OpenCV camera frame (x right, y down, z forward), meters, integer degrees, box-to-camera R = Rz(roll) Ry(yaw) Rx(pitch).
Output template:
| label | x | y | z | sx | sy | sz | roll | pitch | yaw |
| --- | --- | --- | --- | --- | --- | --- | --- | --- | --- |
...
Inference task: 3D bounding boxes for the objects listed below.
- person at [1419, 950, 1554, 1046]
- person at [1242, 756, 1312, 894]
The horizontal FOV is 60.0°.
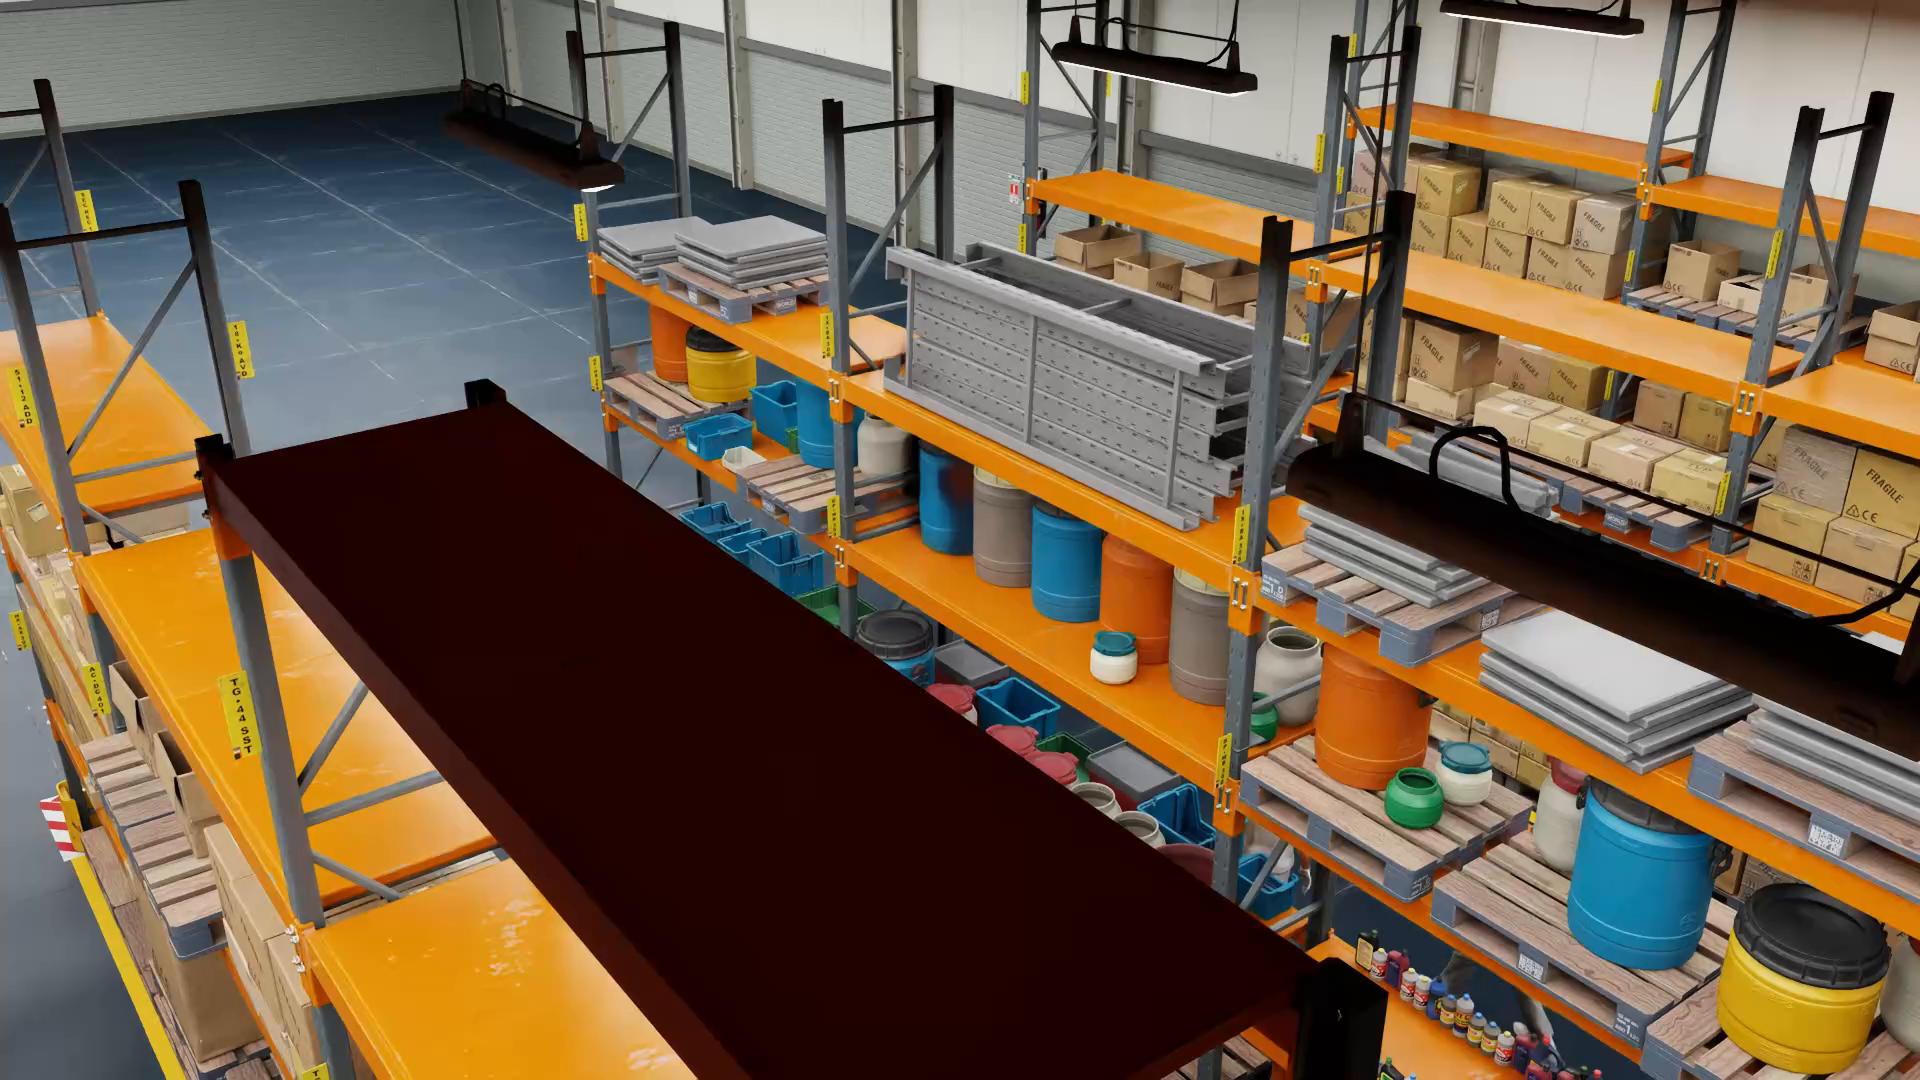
| label | x | y | z | sx | sy | sz | roll | pitch | yaw |
| --- | --- | --- | --- | --- | --- | --- | --- | --- | --- |
| person | 3.688 | 2.637 | 11.346 | 0.465 | 1.623 | 1.014 | -15 | 29 | -30 |
| person | 2.183 | 2.295 | 11.825 | 0.653 | 1.795 | 0.386 | 8 | 26 | 16 |
